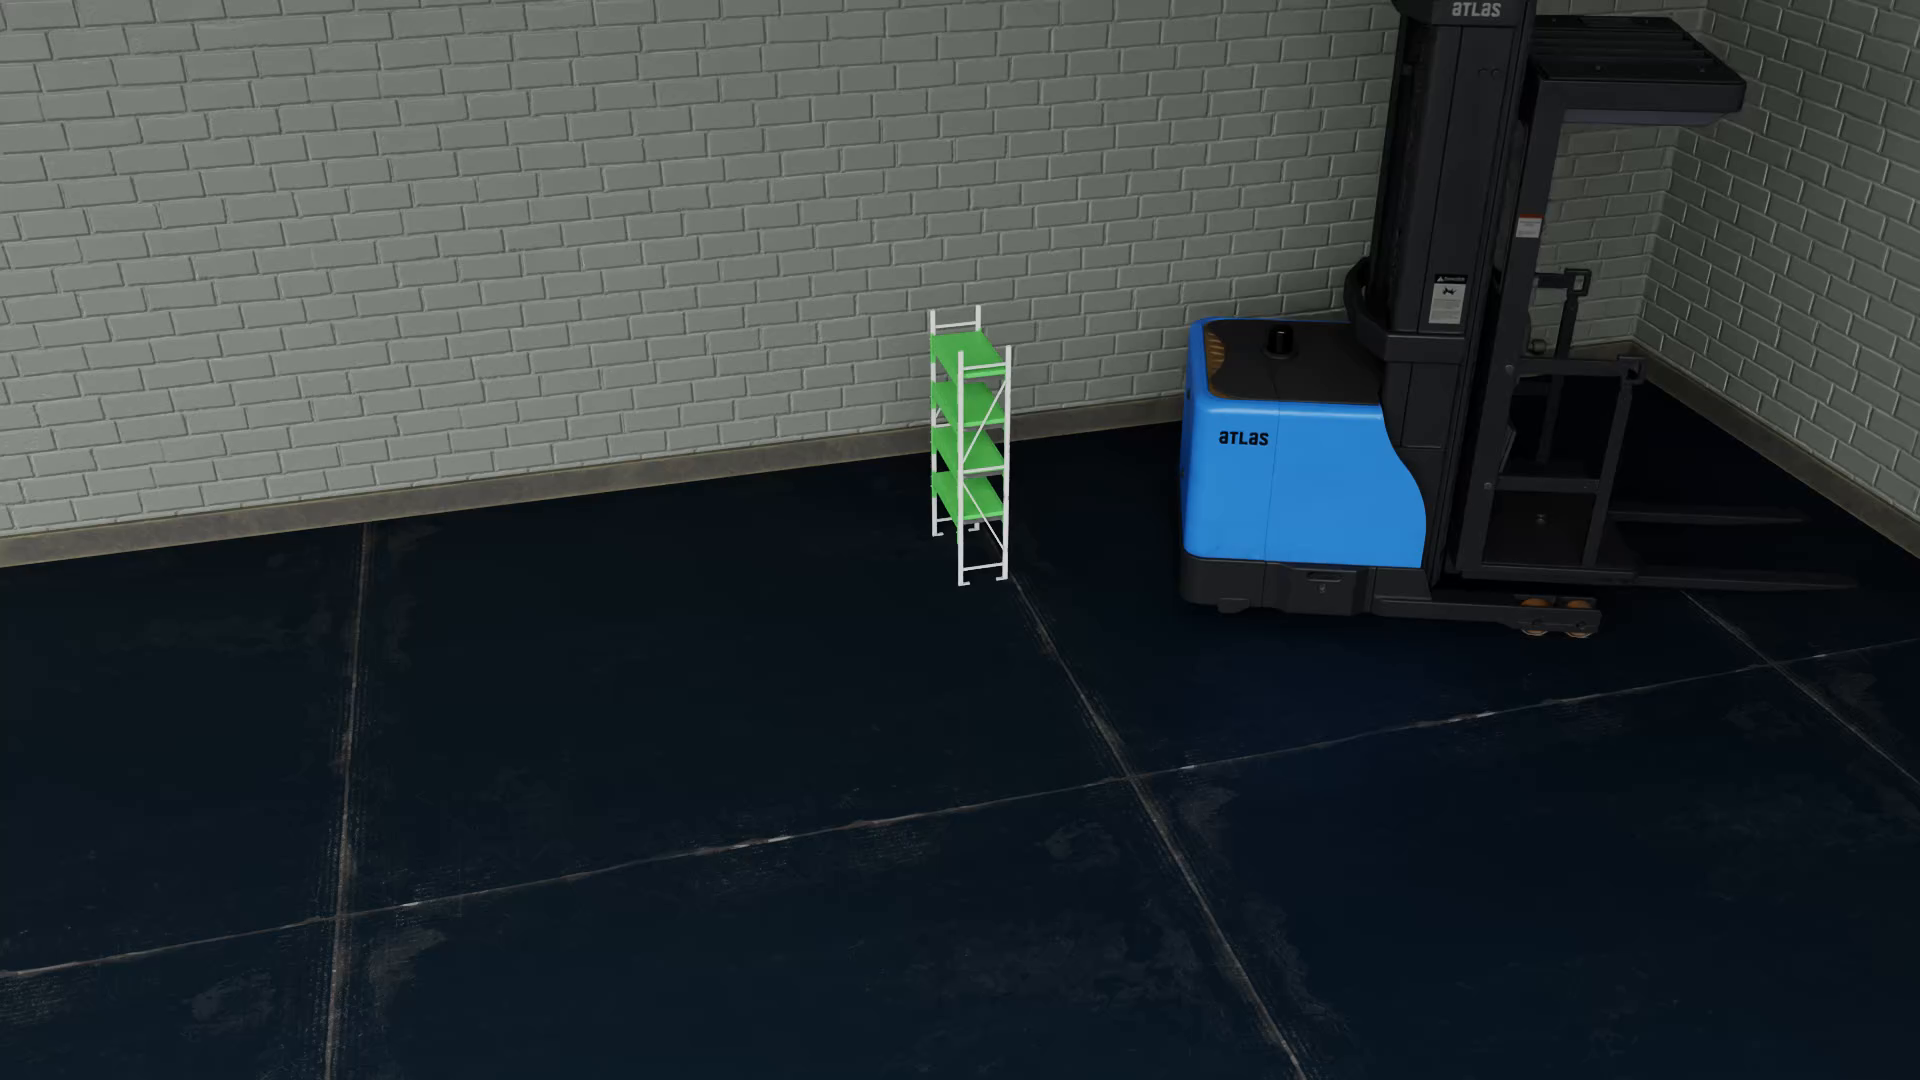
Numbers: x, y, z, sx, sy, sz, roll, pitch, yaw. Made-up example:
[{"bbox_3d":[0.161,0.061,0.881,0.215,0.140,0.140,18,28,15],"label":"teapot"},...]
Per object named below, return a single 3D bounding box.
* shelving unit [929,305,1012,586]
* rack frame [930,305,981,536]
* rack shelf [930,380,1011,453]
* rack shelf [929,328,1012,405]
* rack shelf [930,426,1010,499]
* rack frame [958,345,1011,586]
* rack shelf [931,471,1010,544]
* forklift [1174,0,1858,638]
[{"bbox_3d":[0.044,-0.439,7.811,0.258,1.200,0.503,-8,31,-13],"label":"shelving unit"},{"bbox_3d":[-0.021,-0.557,8.015,0.240,1.200,0.015,-8,31,-13],"label":"rack frame"},{"bbox_3d":[0.044,-0.592,7.723,0.258,0.148,0.480,-8,31,-13],"label":"rack shelf"},{"bbox_3d":[0.044,-0.799,7.603,0.258,0.148,0.480,-8,31,-13],"label":"rack shelf"},{"bbox_3d":[0.044,-0.384,7.843,0.258,0.148,0.480,-8,31,-13],"label":"rack shelf"},{"bbox_3d":[0.109,-0.321,7.608,0.240,1.200,0.015,-8,31,-13],"label":"rack frame"},{"bbox_3d":[0.044,-0.176,7.964,0.258,0.148,0.480,-8,31,-13],"label":"rack shelf"},{"bbox_3d":[2.552,-1.108,7.238,3.031,2.935,1.130,3,30,5],"label":"forklift"}]
